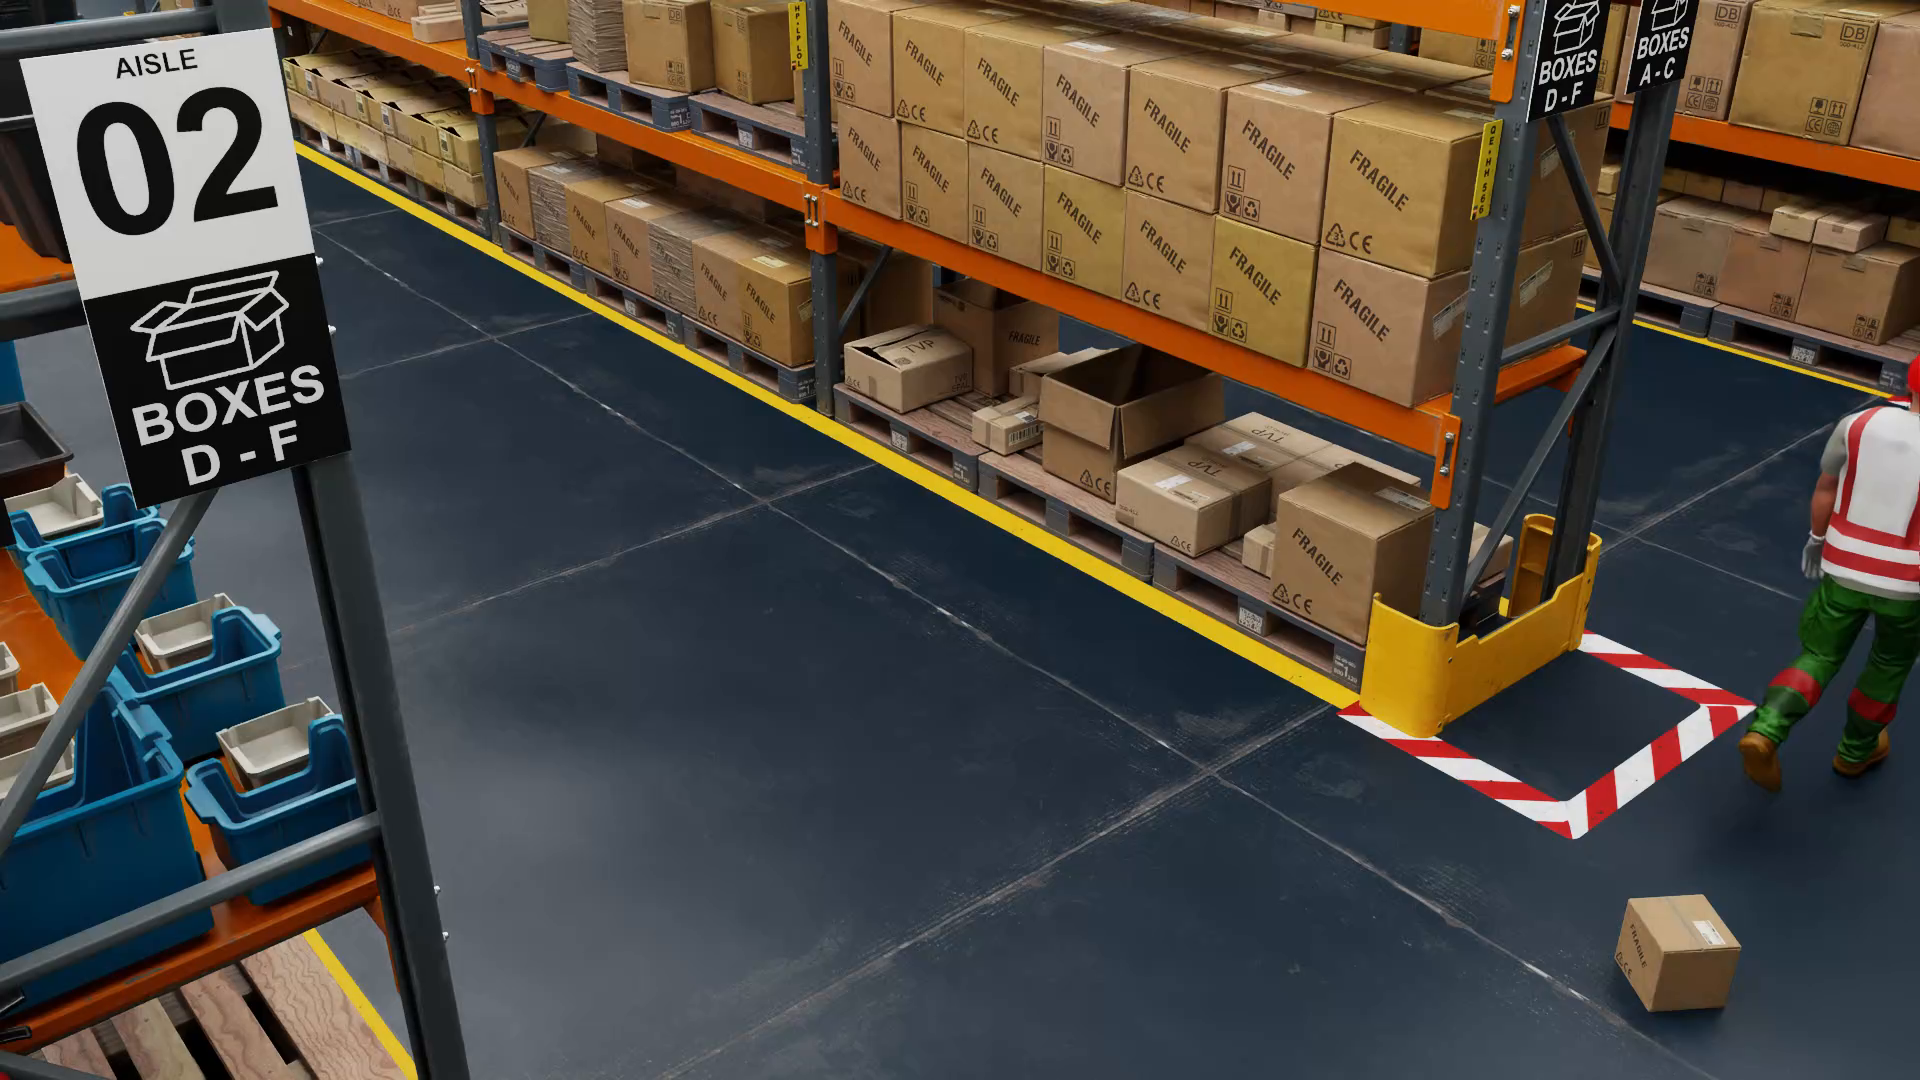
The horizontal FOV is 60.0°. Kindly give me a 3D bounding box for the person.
[{"bbox_3d":[3.198,0.135,5.849,0.858,1.754,0.575,-23,35,-36],"label":"person"}]
